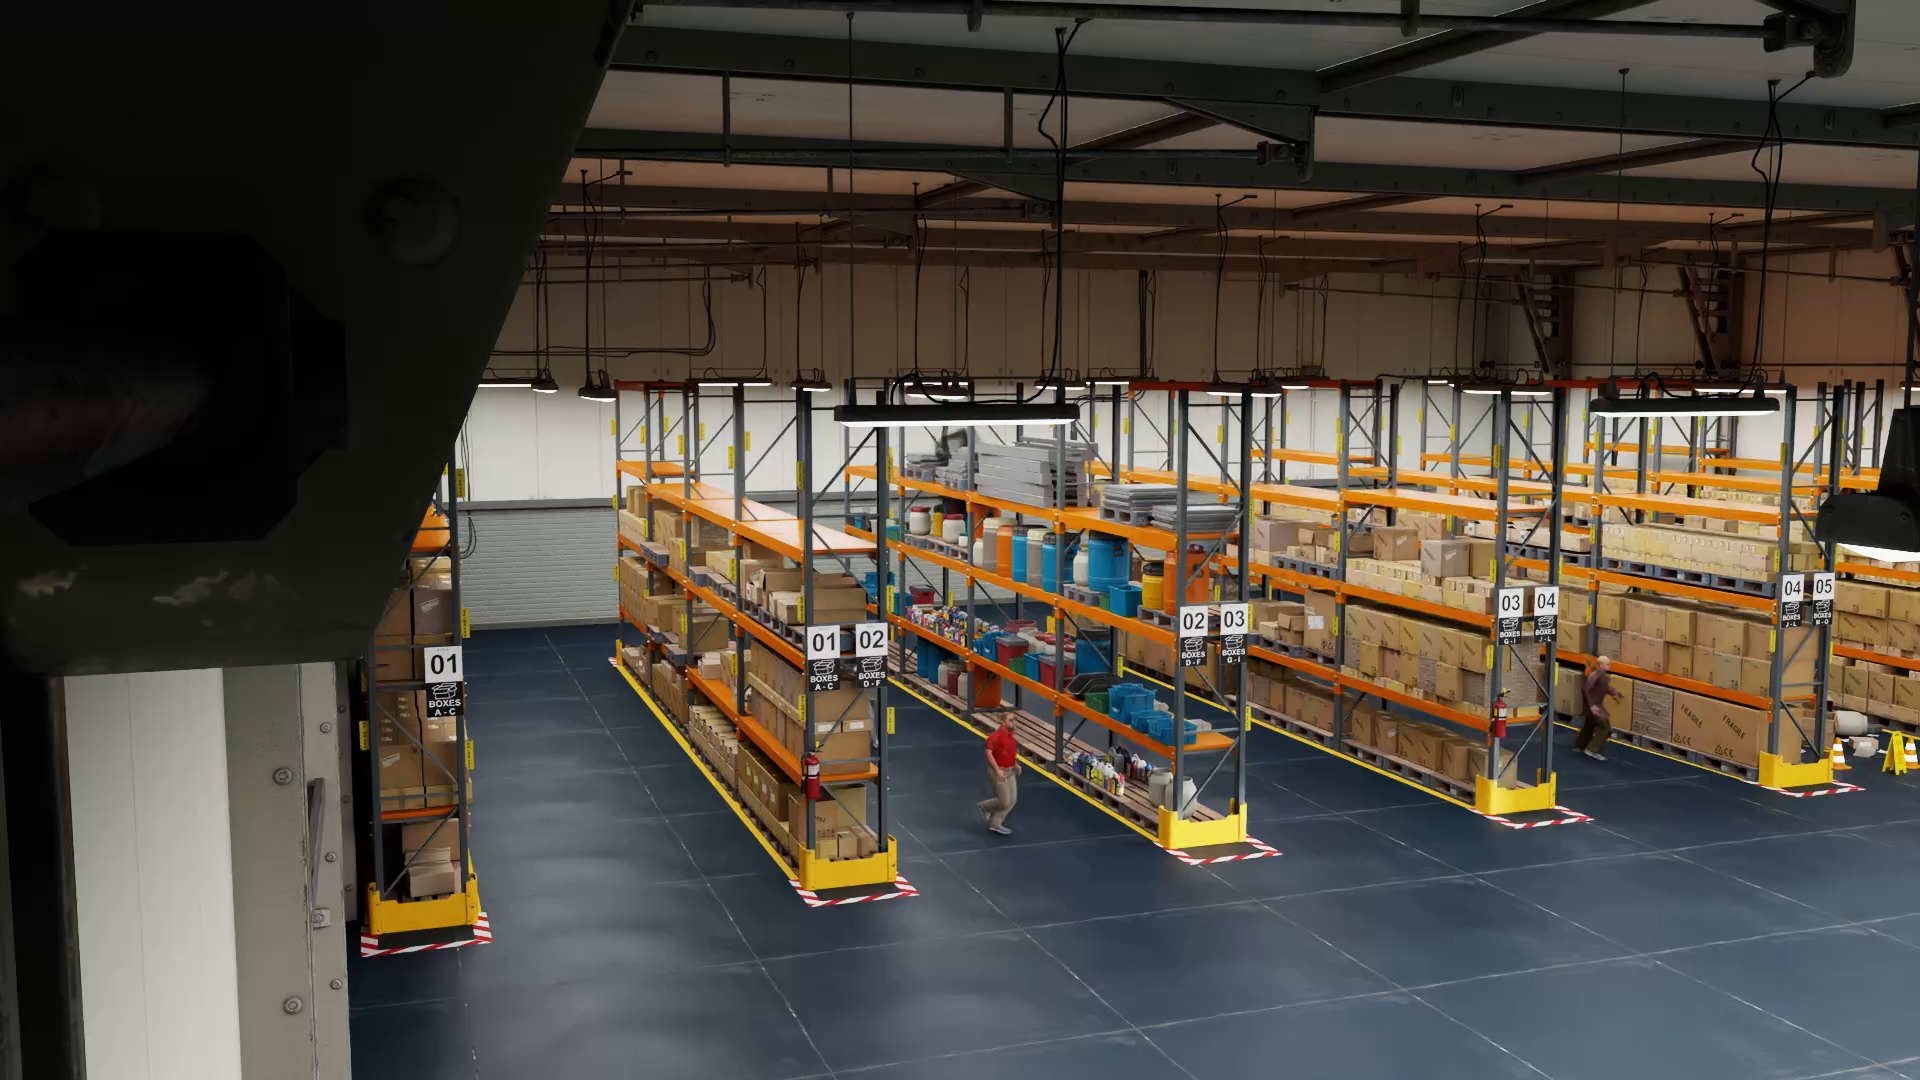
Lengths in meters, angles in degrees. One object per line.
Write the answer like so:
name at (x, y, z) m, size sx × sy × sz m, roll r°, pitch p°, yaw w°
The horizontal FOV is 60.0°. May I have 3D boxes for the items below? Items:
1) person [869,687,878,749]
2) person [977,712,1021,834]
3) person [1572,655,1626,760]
person at (-1.563, 2.630, 27.554) m, size 0.560 × 1.566 × 0.778 m, roll -2°, pitch 7°, yaw -22°
person at (0.504, 3.135, 22.509) m, size 0.572 × 1.670 × 0.660 m, roll 4°, pitch 7°, yaw 35°
person at (10.254, 2.684, 26.746) m, size 0.807 × 1.717 × 0.748 m, roll 3°, pitch 7°, yaw 30°
